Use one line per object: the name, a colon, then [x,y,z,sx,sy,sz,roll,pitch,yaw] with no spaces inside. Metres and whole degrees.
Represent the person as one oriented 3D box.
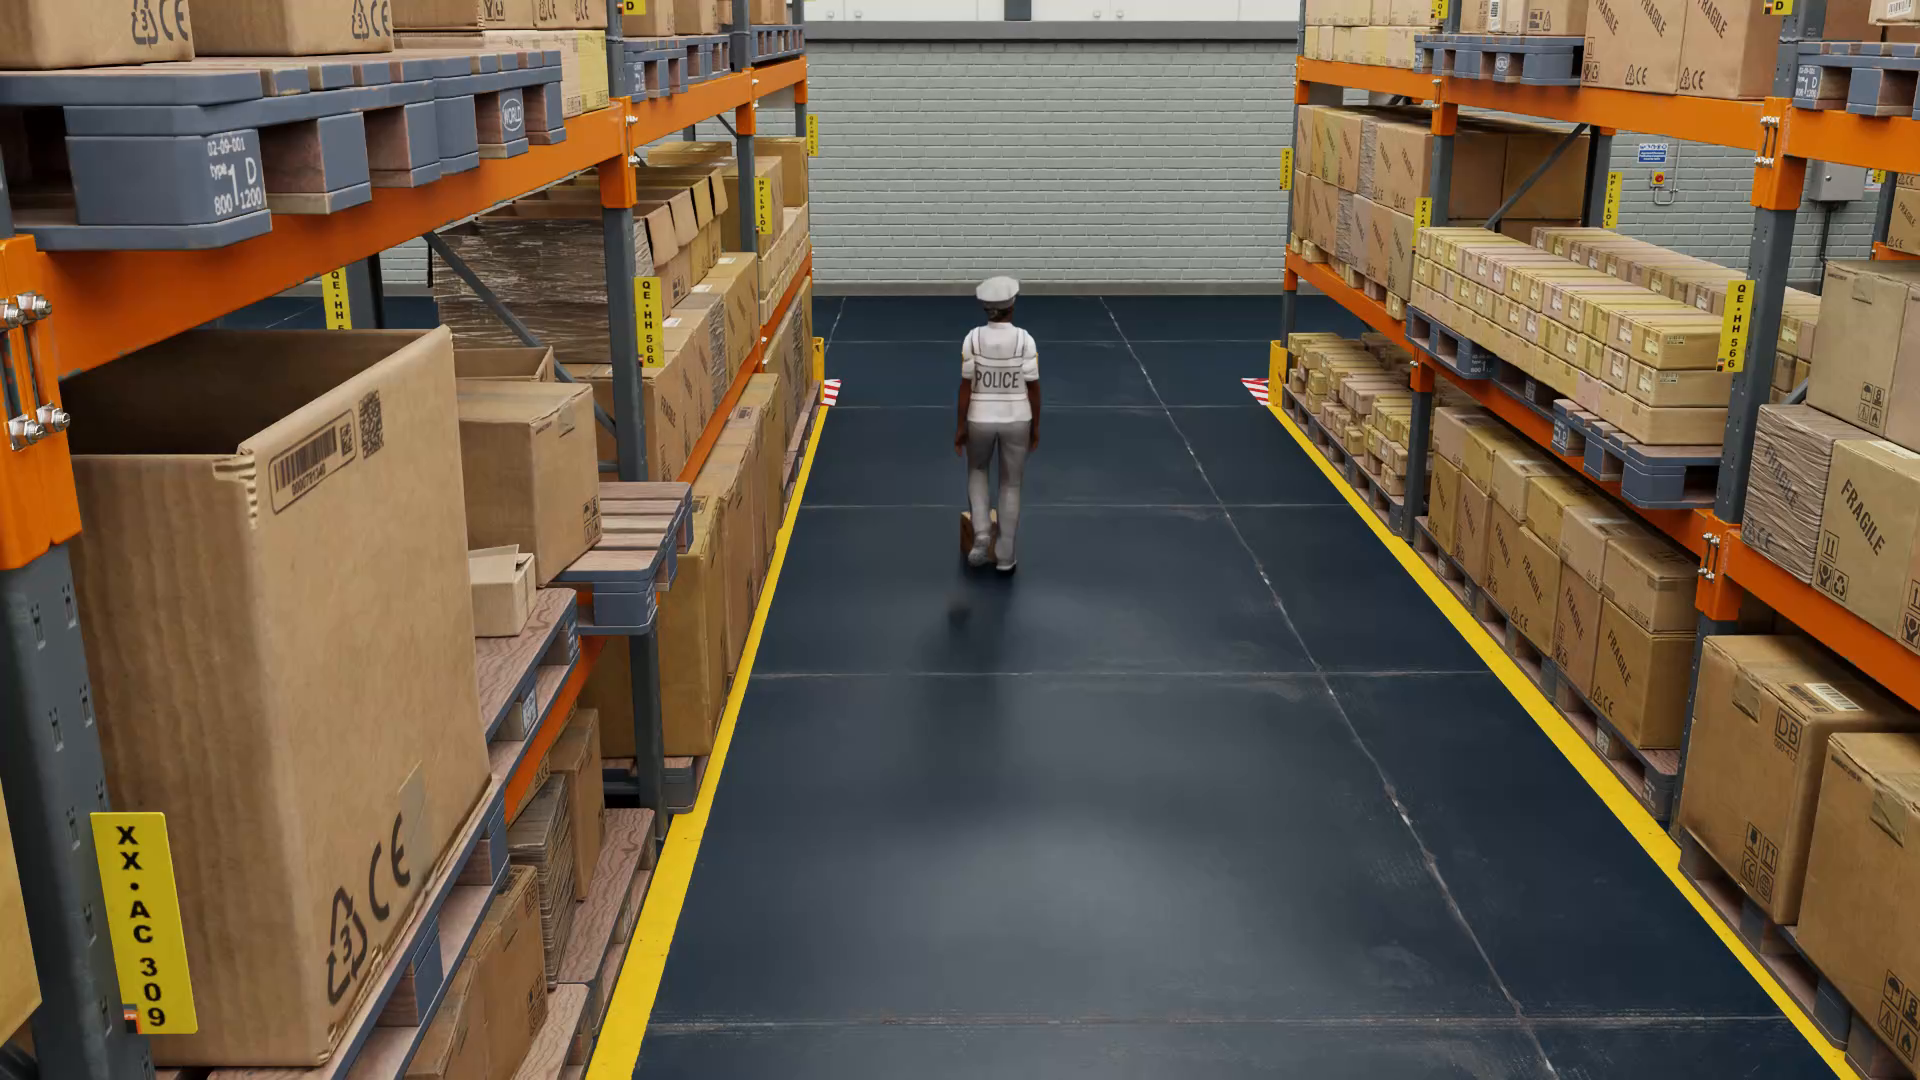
person: [0.225,-0.657,9.586,0.486,1.715,0.469,3,17,8]
